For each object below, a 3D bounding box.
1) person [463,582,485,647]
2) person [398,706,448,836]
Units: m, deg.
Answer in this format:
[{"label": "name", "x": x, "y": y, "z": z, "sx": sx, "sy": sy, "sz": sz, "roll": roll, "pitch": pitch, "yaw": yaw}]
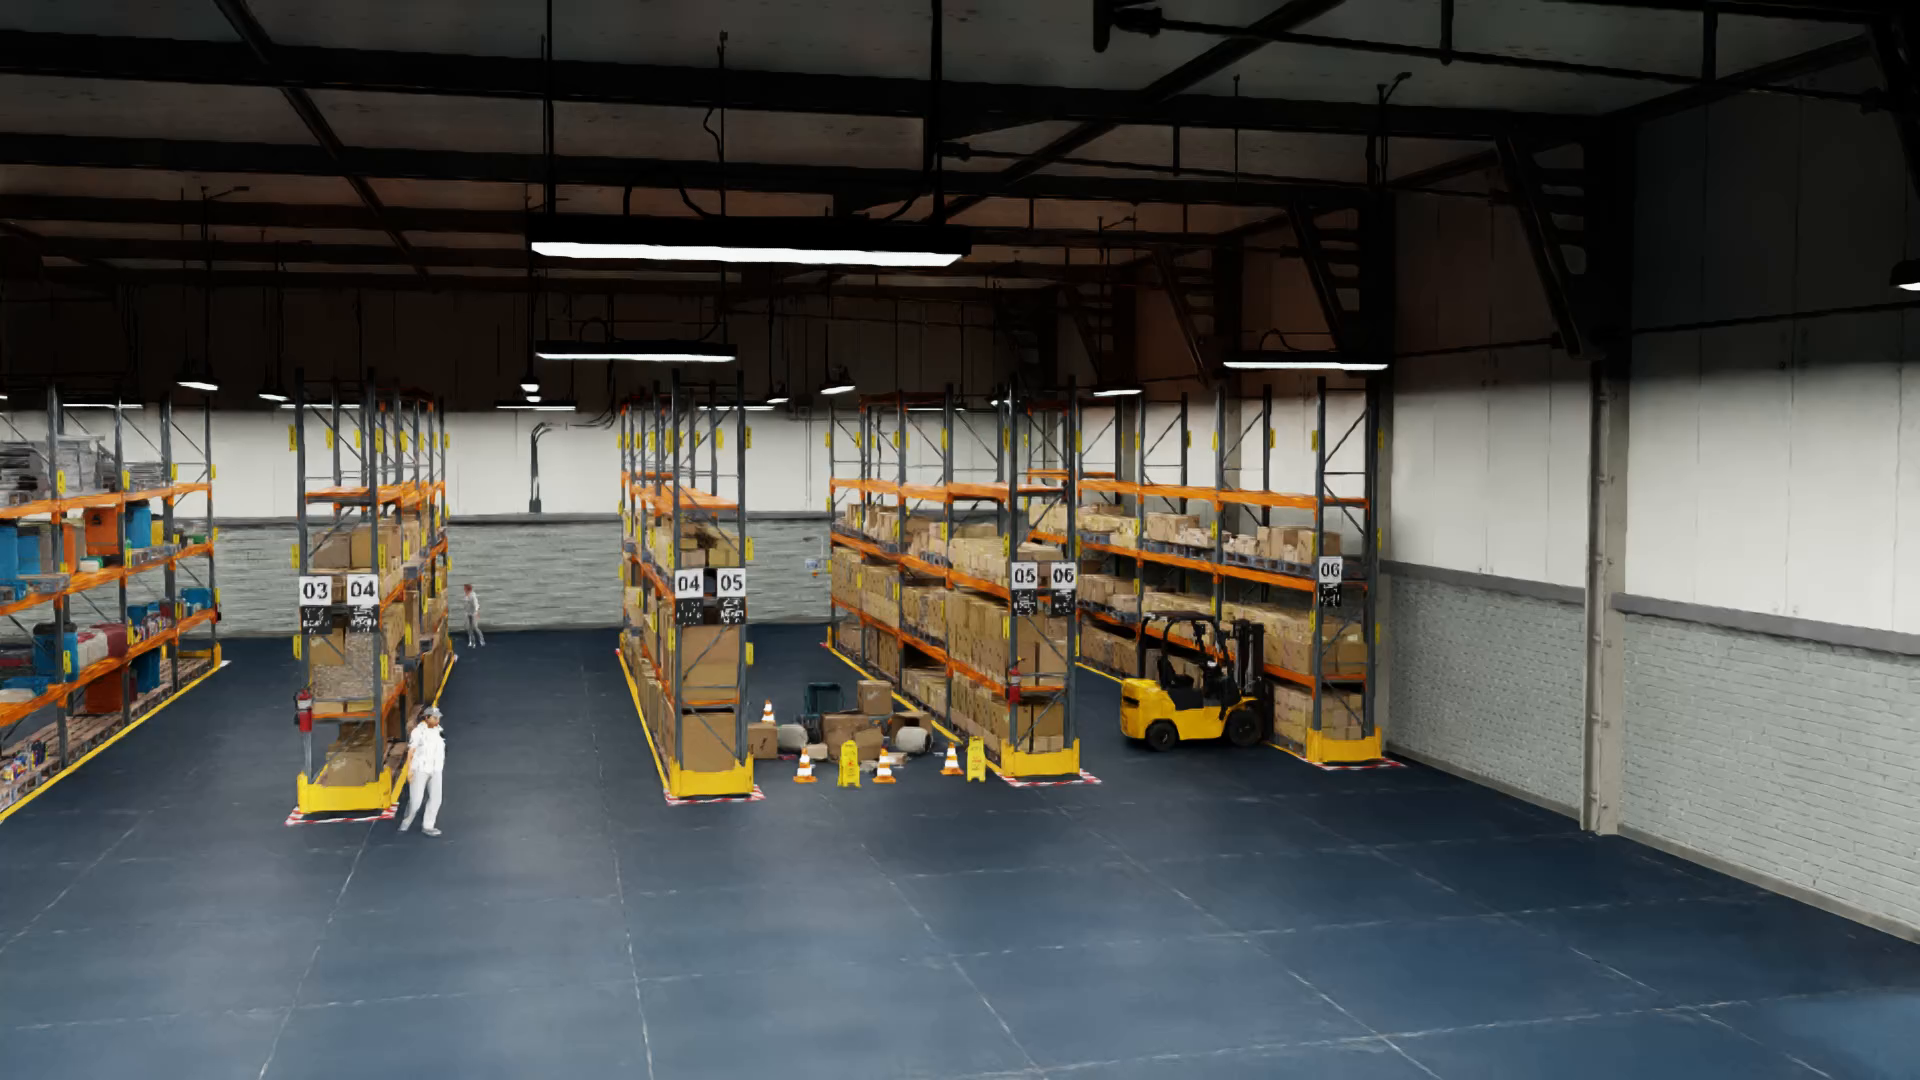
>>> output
[{"label": "person", "x": -11.824, "y": 1.804, "z": 40.421, "sx": 0.471, "sy": 1.585, "sz": 0.505, "roll": 2, "pitch": 4, "yaw": 24}, {"label": "person", "x": -6.827, "y": 2.921, "z": 21.130, "sx": 0.590, "sy": 1.651, "sz": 0.555, "roll": 3, "pitch": 4, "yaw": 40}]
